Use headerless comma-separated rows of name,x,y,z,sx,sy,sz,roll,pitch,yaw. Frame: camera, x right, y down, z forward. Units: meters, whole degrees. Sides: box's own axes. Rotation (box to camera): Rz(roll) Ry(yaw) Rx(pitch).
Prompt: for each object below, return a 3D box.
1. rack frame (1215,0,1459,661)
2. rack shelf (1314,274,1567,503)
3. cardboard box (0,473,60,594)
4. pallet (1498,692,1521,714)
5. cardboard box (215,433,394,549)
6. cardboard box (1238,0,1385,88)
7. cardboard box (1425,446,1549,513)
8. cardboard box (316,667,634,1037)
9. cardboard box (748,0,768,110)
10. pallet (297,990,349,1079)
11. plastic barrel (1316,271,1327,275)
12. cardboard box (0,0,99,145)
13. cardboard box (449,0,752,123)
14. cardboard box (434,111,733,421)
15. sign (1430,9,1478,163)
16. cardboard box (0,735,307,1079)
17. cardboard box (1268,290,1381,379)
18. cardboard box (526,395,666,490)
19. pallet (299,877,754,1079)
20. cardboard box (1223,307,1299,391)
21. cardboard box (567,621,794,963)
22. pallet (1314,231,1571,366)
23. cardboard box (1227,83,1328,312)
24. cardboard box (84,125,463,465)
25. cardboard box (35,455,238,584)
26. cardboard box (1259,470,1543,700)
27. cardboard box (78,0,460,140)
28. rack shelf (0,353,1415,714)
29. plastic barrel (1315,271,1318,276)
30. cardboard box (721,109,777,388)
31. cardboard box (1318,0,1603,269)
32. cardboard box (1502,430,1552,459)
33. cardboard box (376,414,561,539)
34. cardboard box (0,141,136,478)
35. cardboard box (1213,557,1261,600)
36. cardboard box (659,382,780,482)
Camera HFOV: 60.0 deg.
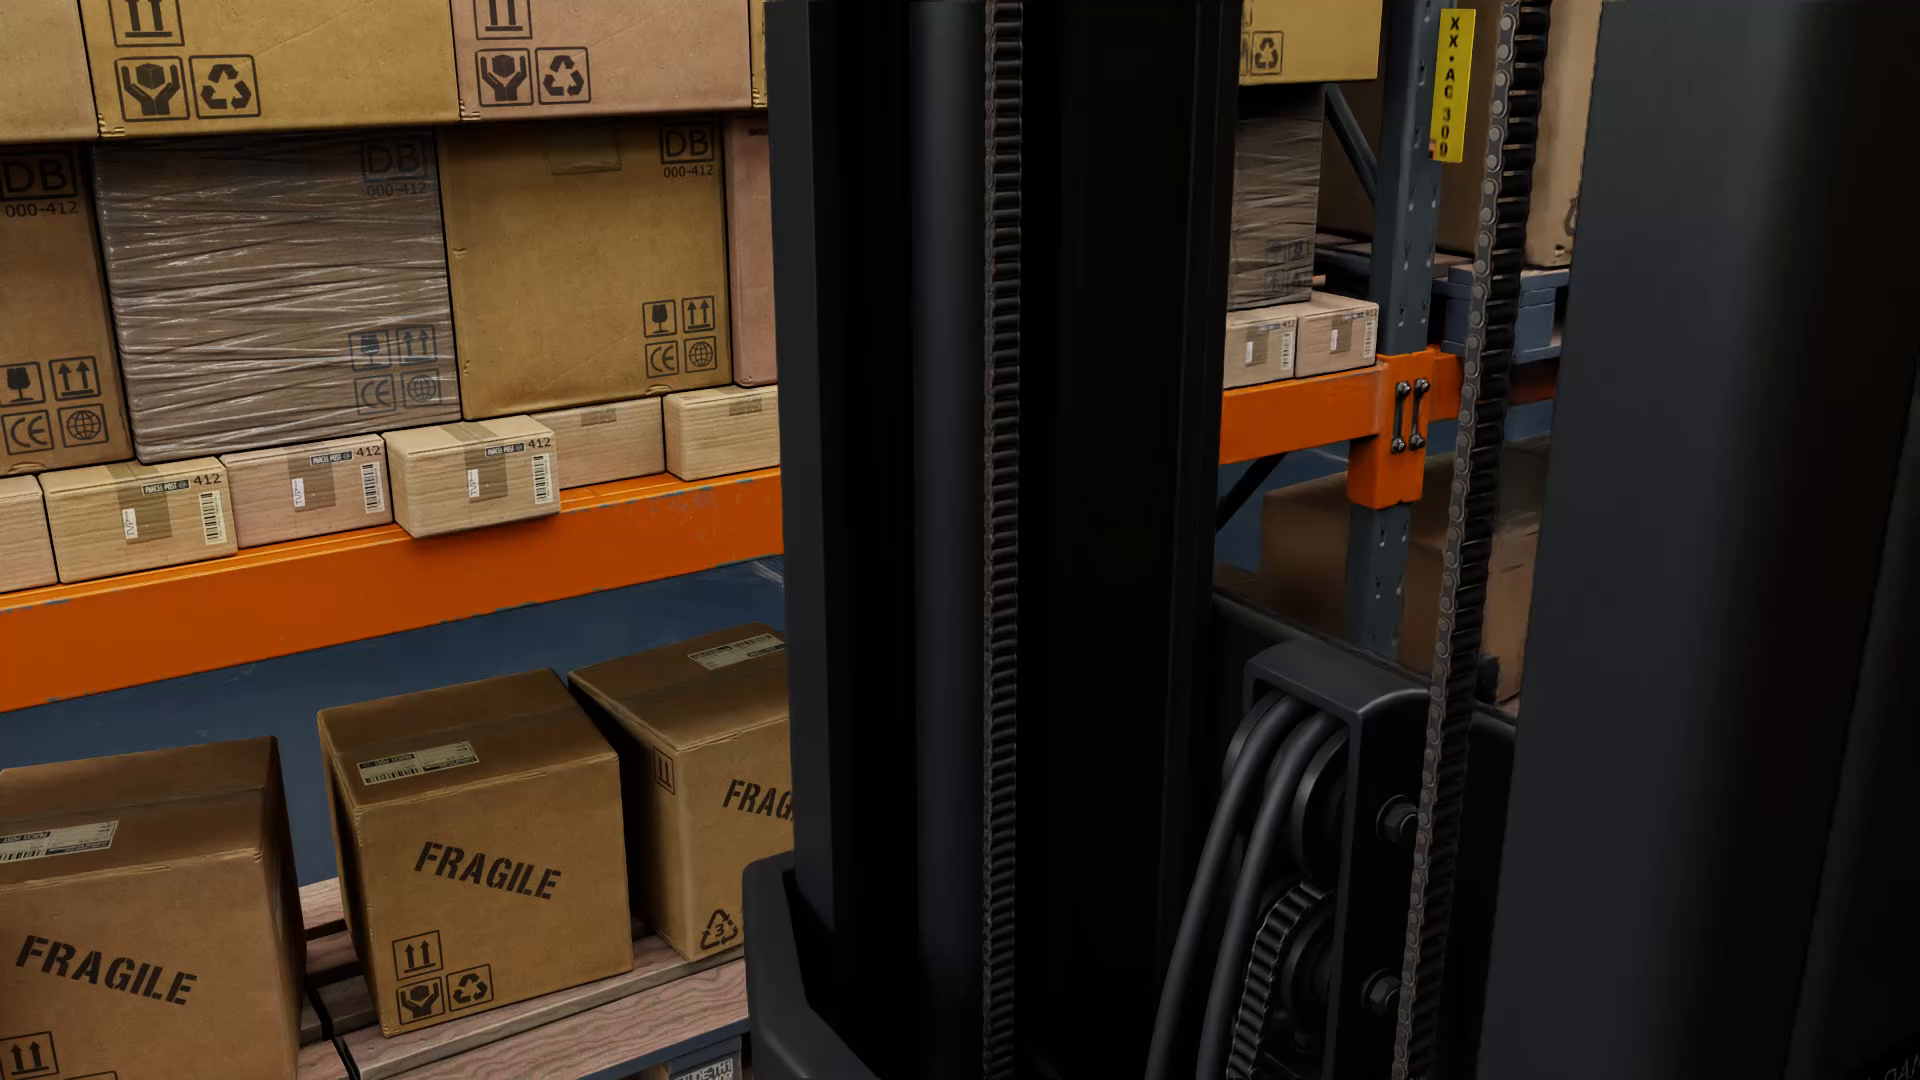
rack frame,0.786,-0.740,4.250,0.127,3.000,1.000,-12,22,-31
rack shelf,2.456,-0.752,5.408,4.000,0.370,1.077,-12,22,-31
cardboard box,-1.552,-0.031,2.547,0.250,0.149,0.380,-12,22,-31
pallet,1.435,0.443,5.104,1.213,0.211,1.003,-12,22,-31
cardboard box,-1.146,-0.125,2.823,0.250,0.149,0.380,-12,22,-31
cardboard box,0.561,-1.249,3.574,0.500,0.500,0.500,-12,22,-31
cardboard box,1.719,0.054,5.117,0.500,0.500,0.700,-12,22,-32
cardboard box,-1.011,0.624,3.461,0.500,0.500,0.500,-10,21,-26
cardboard box,-0.274,-1.073,3.053,0.500,0.500,0.500,-12,22,-31
pallet,-1.794,1.138,3.048,1.213,0.211,1.003,-12,22,-31
plastic barrel,2.745,-2.116,11.429,0.708,0.588,0.600,-12,22,-31
cardboard box,-1.524,-0.808,2.268,0.500,0.500,0.500,-12,22,-31
cardboard box,-0.693,-0.986,2.795,0.500,0.500,0.500,-12,22,-31
cardboard box,-0.864,-0.595,3.201,0.500,0.500,0.875,-12,22,-31
sign,1.090,-1.006,3.686,0.005,0.325,0.100,-12,22,-31
cardboard box,-1.544,0.730,3.150,0.500,0.500,0.500,-6,20,-17
cardboard box,0.768,-0.505,3.946,0.250,0.149,0.380,-12,22,-31
cardboard box,-0.744,-0.221,3.106,0.250,0.149,0.380,-12,22,-31
pallet,-0.776,0.925,3.680,1.213,0.211,1.003,-12,22,-31
cardboard box,0.554,-0.463,3.823,0.250,0.149,0.380,-12,22,-31
cardboard box,-0.520,0.538,3.717,0.500,0.500,0.500,-14,23,-36
pallet,1.504,-0.745,4.564,1.213,0.211,1.003,-12,22,-31
cardboard box,0.376,-0.866,4.001,0.500,0.500,0.875,-12,22,-31
cardboard box,-1.288,-0.510,2.949,0.500,0.500,0.875,-12,22,-31
cardboard box,-1.340,-0.074,2.671,0.250,0.149,0.380,-12,22,-31
cardboard box,1.310,0.133,4.883,0.500,0.500,0.700,-14,23,-36
cardboard box,-1.108,-0.896,2.530,0.500,0.500,0.500,-12,22,-31
rack shelf,-0.885,-0.047,3.324,4.000,0.370,1.077,-12,22,-31
plastic barrel,2.224,-2.004,11.218,0.421,0.512,0.421,0,19,0
cardboard box,-0.423,-0.672,3.428,0.500,0.500,0.875,-12,22,-31
cardboard box,1.526,-1.326,4.390,1.000,1.000,1.000,-12,22,-31
cardboard box,2.186,-0.044,5.409,0.500,0.500,0.700,-14,23,-36
cardboard box,-0.880,-0.141,2.871,0.250,0.149,0.380,-12,22,-31
cardboard box,-1.729,-0.434,2.723,0.500,0.500,0.875,-12,22,-31
cardboard box,0.429,0.305,4.407,0.500,0.500,0.500,-13,22,-33
cardboard box,-0.493,-0.244,3.176,0.250,0.149,0.380,-12,22,-31
